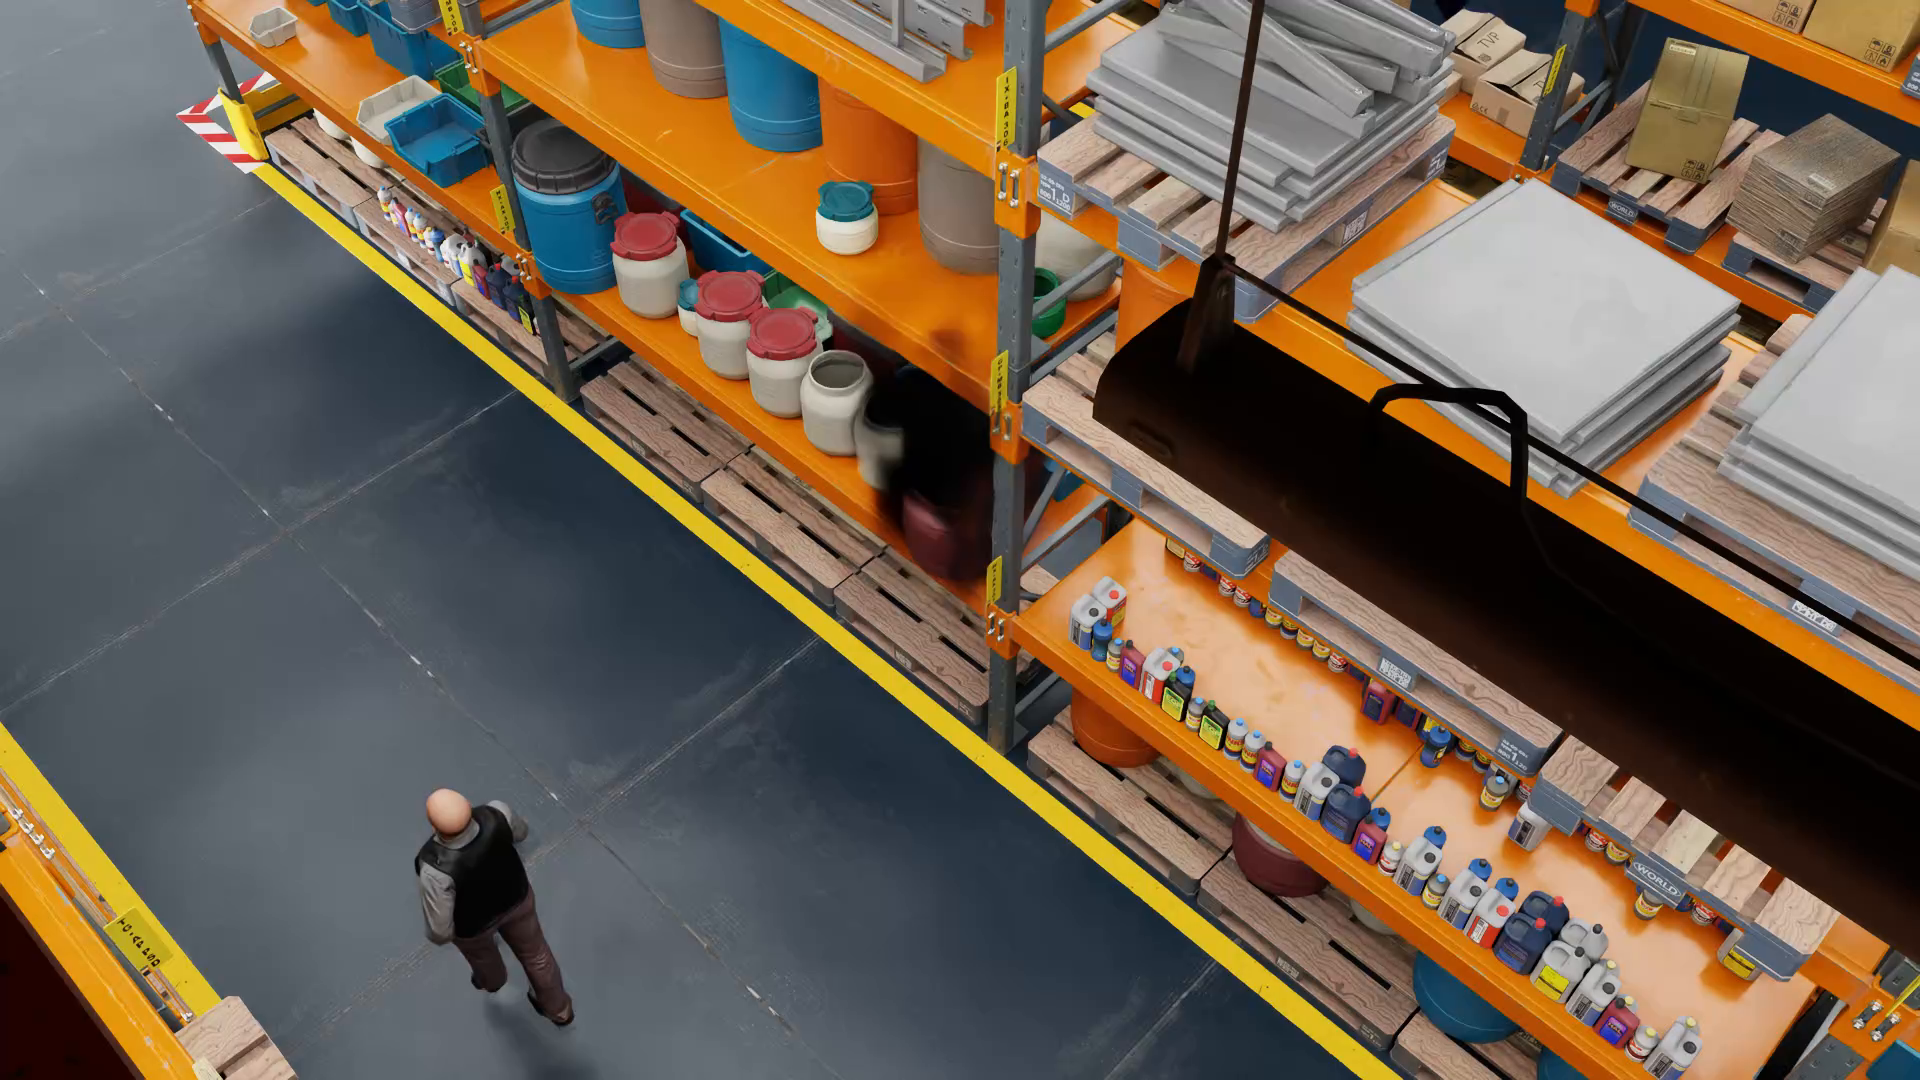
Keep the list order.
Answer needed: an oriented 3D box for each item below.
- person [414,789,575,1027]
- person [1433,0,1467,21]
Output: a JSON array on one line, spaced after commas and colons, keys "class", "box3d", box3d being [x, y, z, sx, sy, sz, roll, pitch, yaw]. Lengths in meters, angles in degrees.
[{"class": "person", "box3d": [-2.145, 1.659, 7.537, 0.638, 1.838, 0.755, -36, 59, -26]}, {"class": "person", "box3d": [3.965, -4.593, 13.172, 0.620, 1.619, 0.583, 21, 53, 17]}]
